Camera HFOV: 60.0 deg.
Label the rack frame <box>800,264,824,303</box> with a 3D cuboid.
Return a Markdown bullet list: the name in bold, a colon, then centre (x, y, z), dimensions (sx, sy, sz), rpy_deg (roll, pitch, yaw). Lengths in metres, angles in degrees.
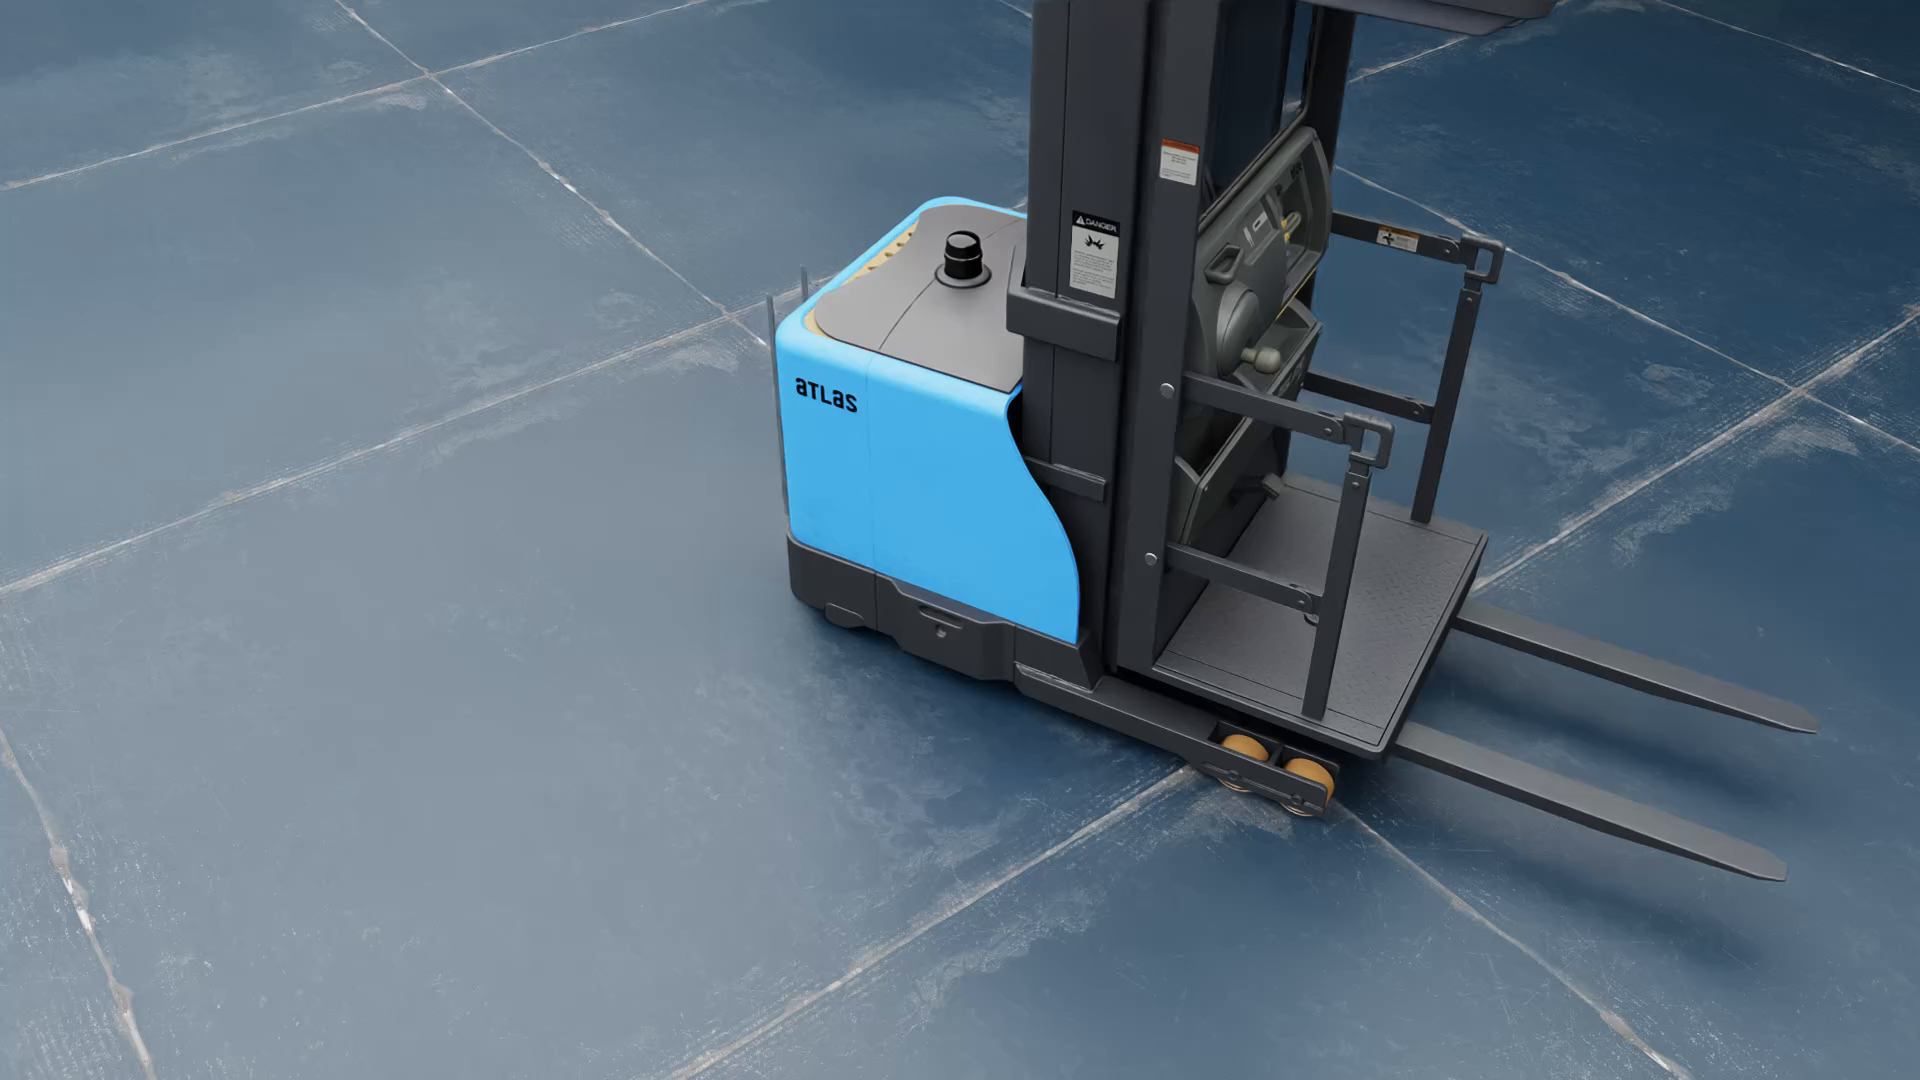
- **rack frame**: centre (-0.414, -0.515, 5.668), dimensions (0.240, 0.900, 0.006), rpy_deg (19, 43, 21)

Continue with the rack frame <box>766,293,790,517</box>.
- **rack frame**: centre (-0.510, -0.401, 5.529), dimensions (0.240, 0.900, 0.006), rpy_deg (19, 43, 21)

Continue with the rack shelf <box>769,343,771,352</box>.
- **rack shelf**: centre (-0.462, -0.641, 5.448), dimensions (0.258, 0.077, 0.200), rpy_deg (19, 43, 21)

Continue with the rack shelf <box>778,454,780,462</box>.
- **rack shelf**: centre (-0.462, -0.293, 5.734), dimensions (0.258, 0.077, 0.200), rpy_deg (19, 43, 21)

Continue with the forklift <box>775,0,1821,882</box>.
- **forklift**: centre (0.984, -0.727, 4.326), dimensions (3.031, 2.935, 1.130), rpy_deg (19, 43, 22)

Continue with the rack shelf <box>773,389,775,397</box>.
- **rack shelf**: centre (-0.462, -0.501, 5.562), dimensions (0.258, 0.077, 0.200), rpy_deg (19, 43, 21)

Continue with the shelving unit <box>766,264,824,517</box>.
- **shelving unit**: centre (-0.462, -0.458, 5.598), dimensions (0.258, 0.900, 0.210), rpy_deg (19, 43, 21)

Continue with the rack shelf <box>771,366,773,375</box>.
- **rack shelf**: centre (-0.462, -0.571, 5.505), dimensions (0.258, 0.077, 0.200), rpy_deg (19, 43, 21)

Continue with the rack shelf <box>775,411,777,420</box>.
- **rack shelf**: centre (-0.462, -0.432, 5.619), dimensions (0.258, 0.077, 0.200), rpy_deg (19, 43, 21)
